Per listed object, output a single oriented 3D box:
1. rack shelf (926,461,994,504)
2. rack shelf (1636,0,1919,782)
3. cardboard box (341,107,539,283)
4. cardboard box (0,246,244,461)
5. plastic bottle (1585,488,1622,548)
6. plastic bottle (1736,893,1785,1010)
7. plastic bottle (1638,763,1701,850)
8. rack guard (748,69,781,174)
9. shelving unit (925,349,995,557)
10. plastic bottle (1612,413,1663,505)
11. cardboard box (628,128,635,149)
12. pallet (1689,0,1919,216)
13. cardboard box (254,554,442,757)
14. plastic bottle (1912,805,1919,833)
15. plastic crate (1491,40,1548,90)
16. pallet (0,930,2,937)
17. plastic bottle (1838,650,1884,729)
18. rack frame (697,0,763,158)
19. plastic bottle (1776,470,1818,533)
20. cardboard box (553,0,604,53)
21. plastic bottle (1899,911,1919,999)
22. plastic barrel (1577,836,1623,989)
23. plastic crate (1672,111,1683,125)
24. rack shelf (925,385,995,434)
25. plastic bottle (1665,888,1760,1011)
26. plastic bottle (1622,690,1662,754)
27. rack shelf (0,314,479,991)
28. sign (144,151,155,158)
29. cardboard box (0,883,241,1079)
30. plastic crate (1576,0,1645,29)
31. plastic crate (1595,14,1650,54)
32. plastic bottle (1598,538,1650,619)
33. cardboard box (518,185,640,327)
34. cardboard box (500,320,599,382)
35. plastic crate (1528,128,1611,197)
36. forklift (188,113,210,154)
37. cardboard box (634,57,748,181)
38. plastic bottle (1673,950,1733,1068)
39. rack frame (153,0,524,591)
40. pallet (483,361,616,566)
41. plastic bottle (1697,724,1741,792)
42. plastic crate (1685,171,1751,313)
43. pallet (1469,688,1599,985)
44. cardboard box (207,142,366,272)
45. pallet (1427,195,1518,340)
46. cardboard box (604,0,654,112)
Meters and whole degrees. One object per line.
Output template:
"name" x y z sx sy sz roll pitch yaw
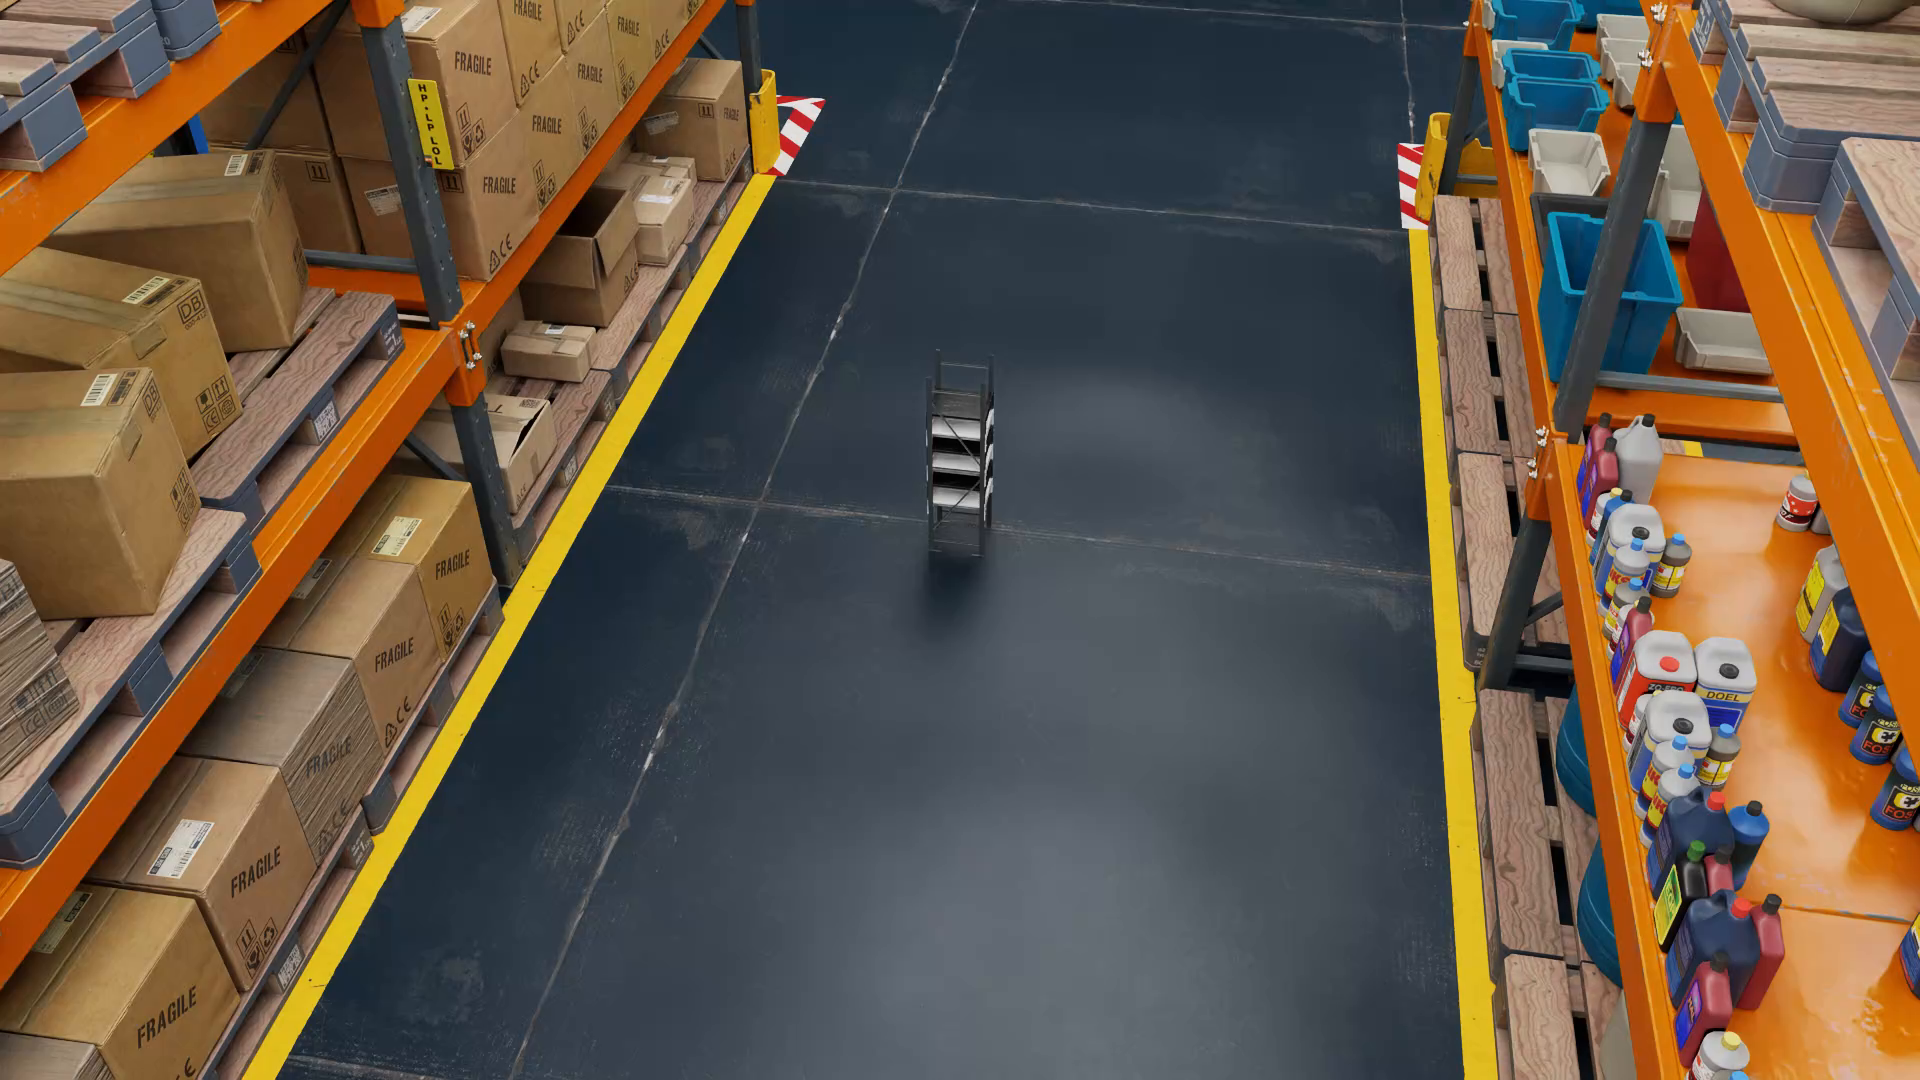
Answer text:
"rack shelf" 0.001 -0.257 7.048 0.258 0.077 0.200 6 40 8
"rack shelf" 2.169 -0.112 3.243 1.077 0.370 4.000 6 40 8
"cardboard box" -2.007 -1.366 6.469 0.500 0.500 0.500 7 40 9
"cardboard box" -2.722 -0.527 5.125 0.700 0.500 0.500 12 41 15
"plastic bottle" 2.006 -0.071 5.138 0.097 0.201 0.097 0 40 0
"plastic bottle" 1.844 0.948 3.841 0.061 0.283 0.133 6 40 8
"plastic bottle" 1.795 0.667 4.191 0.097 0.271 0.097 0 40 0
"rack guard" -1.684 -2.537 9.926 1.175 0.500 0.348 6 40 8
"shelving unit" 0.001 -0.352 6.969 0.258 0.900 0.210 6 40 8
"plastic bottle" 2.128 -0.259 5.248 0.144 0.351 0.185 6 40 8
"cardboard box" -2.082 -2.394 9.683 0.380 0.149 0.250 6 40 8
"pallet" 2.475 -1.069 3.984 1.213 0.211 1.003 6 40 8
"cardboard box" -2.260 0.407 6.020 0.500 0.500 0.500 7 40 8
"plastic bottle" 2.551 0.618 4.246 0.152 0.276 0.135 6 40 8
"plastic crate" 2.585 -2.184 7.698 0.250 0.136 0.298 6 40 8
"pallet" -3.007 1.114 3.699 1.213 0.211 1.003 6 40 8
"plastic bottle" 2.488 0.387 4.528 0.097 0.271 0.097 0 40 0
"rack frame" -1.671 -3.548 9.187 1.000 3.000 0.127 6 40 8
"plastic bottle" 2.639 -0.131 5.211 0.097 0.201 0.097 0 40 0
"cardboard box" -1.826 -2.372 6.902 0.500 0.500 0.500 5 40 6
"plastic bottle" 2.314 0.902 3.844 0.144 0.351 0.185 6 40 8
"plastic barrel" 2.281 0.942 5.074 0.600 0.901 0.708 6 40 8
"plastic crate" 3.104 -1.641 6.965 0.416 0.233 0.300 6 40 8
"rack shelf" 0.001 -0.534 6.819 0.258 0.077 0.200 6 40 8
"plastic bottle" 1.739 0.927 3.813 0.144 0.351 0.185 6 40 8
"plastic bottle" 1.852 0.487 4.463 0.097 0.201 0.097 0 40 0
"rack shelf" -2.709 0.495 4.862 1.077 0.370 4.000 6 40 8
"sign" -2.899 -1.426 5.941 0.100 0.325 0.005 6 40 8
"cardboard box" -2.518 1.369 4.856 0.500 0.500 0.500 6 40 7
"plastic crate" 3.333 -2.805 8.214 0.616 0.435 0.499 6 40 8
"plastic crate" 3.244 -2.389 7.945 0.396 0.136 0.243 6 40 8
"plastic bottle" 1.949 0.109 4.866 0.097 0.271 0.097 0 40 0
"cardboard box" -2.043 -1.424 8.233 0.797 0.503 0.637 6 40 8
"cardboard box" -1.938 -0.899 7.861 0.380 0.166 0.250 6 40 8
"plastic crate" 2.520 -1.536 6.914 0.293 0.136 0.466 6 40 8
"forklift" -4.993 -2.368 7.813 3.031 2.935 1.130 -22 44 -24
"cardboard box" -1.523 -2.386 9.398 0.500 0.500 0.500 6 40 8
"plastic bottle" 1.670 1.048 3.720 0.061 0.283 0.133 6 40 8
"rack frame" -2.363 -1.037 6.151 1.000 3.000 0.127 6 40 8
"pallet" -2.244 -0.394 7.560 1.003 0.211 1.213 6 40 8
"plastic bottle" 1.985 0.565 4.369 0.097 0.201 0.097 0 40 0
"plastic crate" 2.916 -1.069 6.092 0.402 0.464 0.583 6 40 8
"pallet" 2.340 1.065 5.796 1.003 0.211 1.213 6 40 8
"cardboard box" -2.530 -1.418 6.533 0.500 0.500 0.500 7 40 8
"pallet" 3.026 -1.411 8.791 1.003 0.211 1.213 6 40 8
"cardboard box" -1.746 -2.320 7.624 0.500 0.500 0.500 6 40 7
